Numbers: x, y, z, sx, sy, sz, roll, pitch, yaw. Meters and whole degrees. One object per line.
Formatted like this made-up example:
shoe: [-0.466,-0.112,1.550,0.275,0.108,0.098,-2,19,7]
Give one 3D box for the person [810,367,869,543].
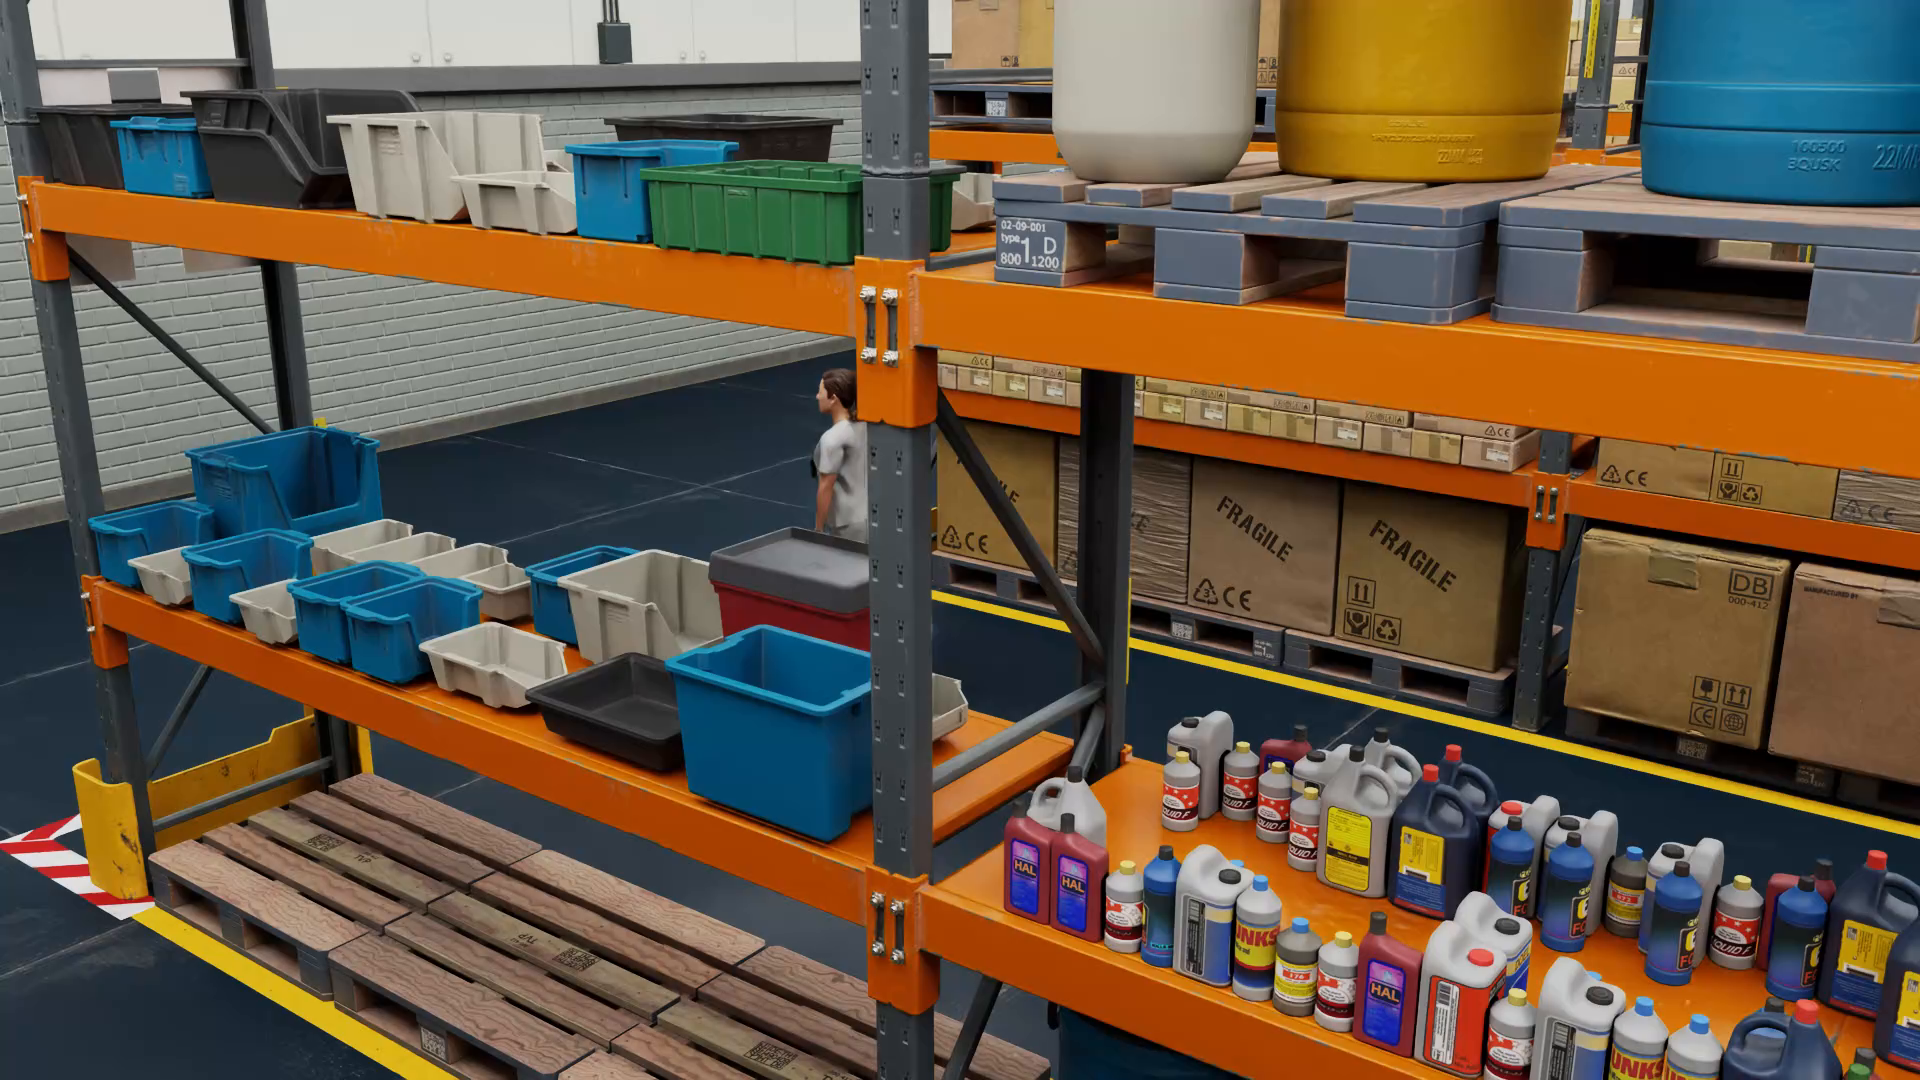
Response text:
person: [-0.552,-0.097,8.818,0.480,1.659,0.547,7,18,22]
